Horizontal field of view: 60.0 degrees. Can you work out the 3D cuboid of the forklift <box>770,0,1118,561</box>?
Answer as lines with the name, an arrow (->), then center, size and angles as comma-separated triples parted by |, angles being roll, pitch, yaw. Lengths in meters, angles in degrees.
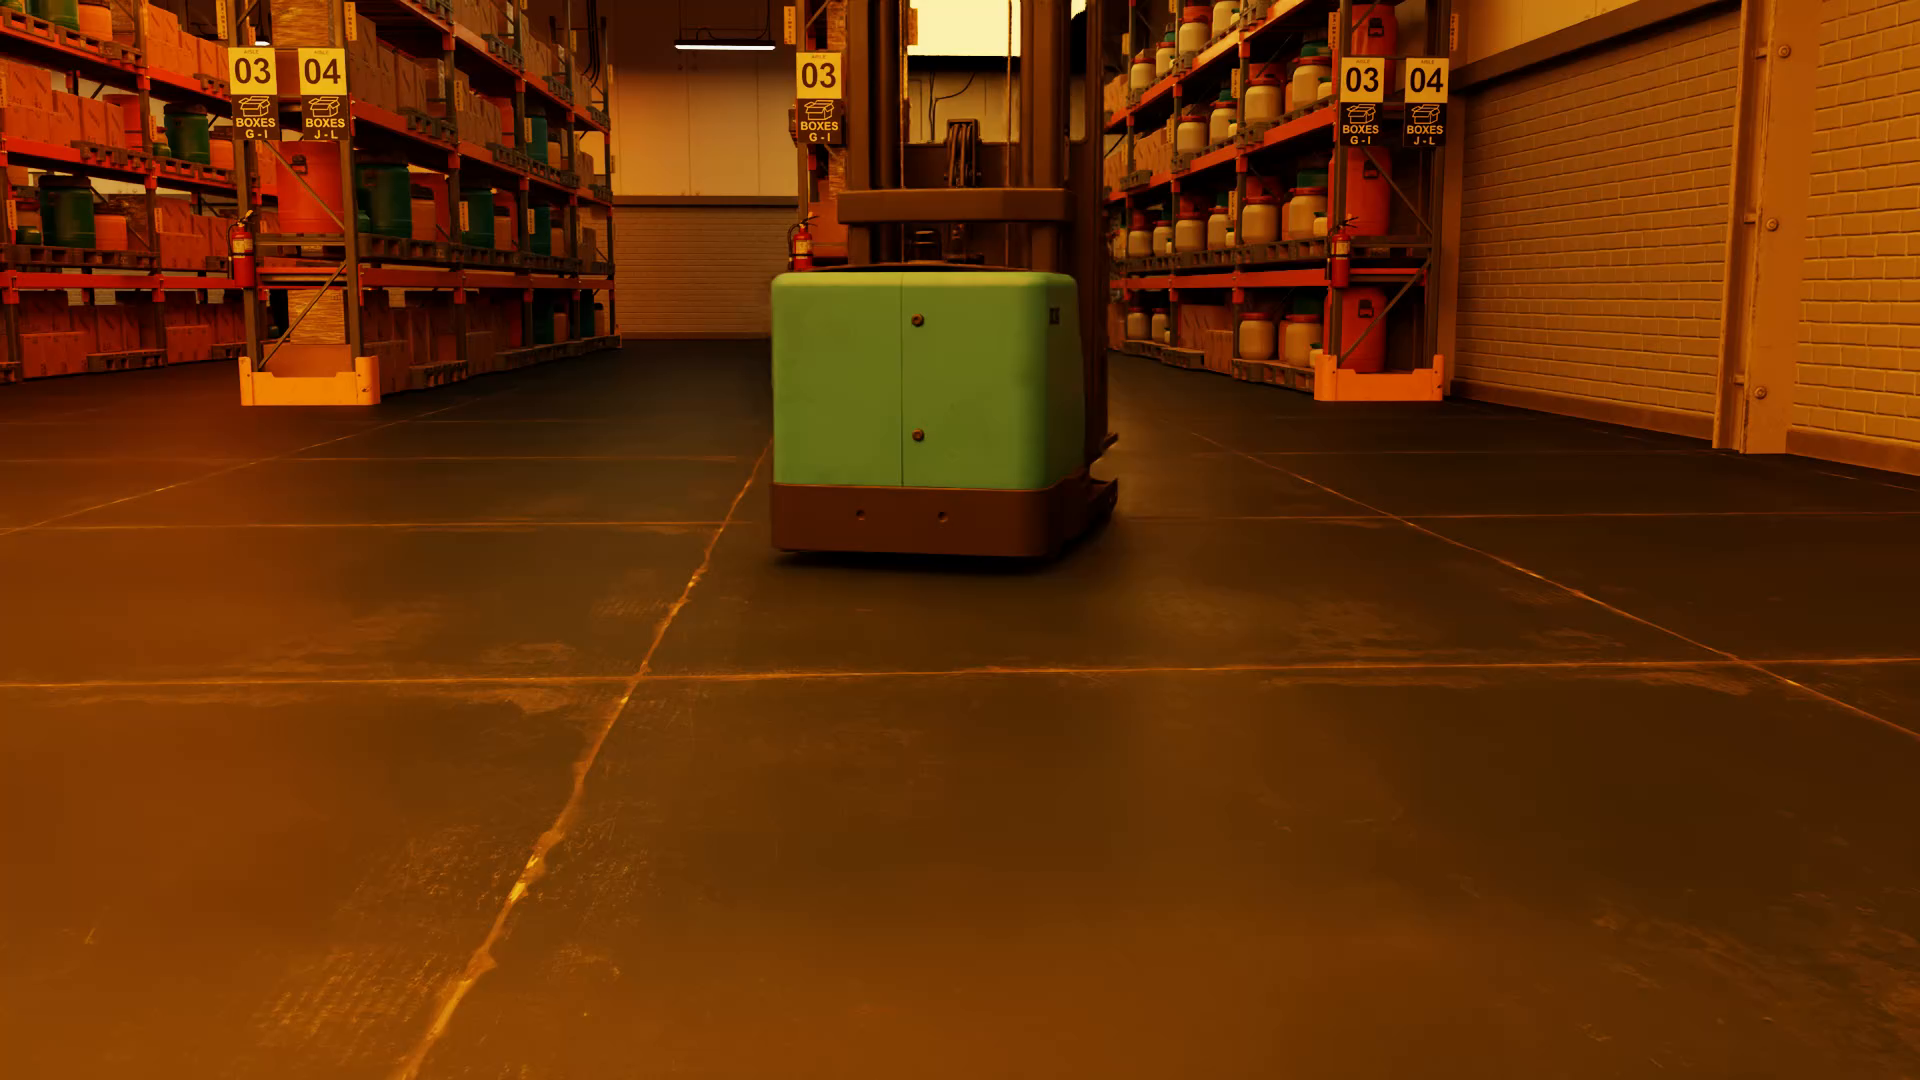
forklift -> 0.110, -1.547, 7.252 | 1.130, 2.935, 3.031 | 2, 9, 12
